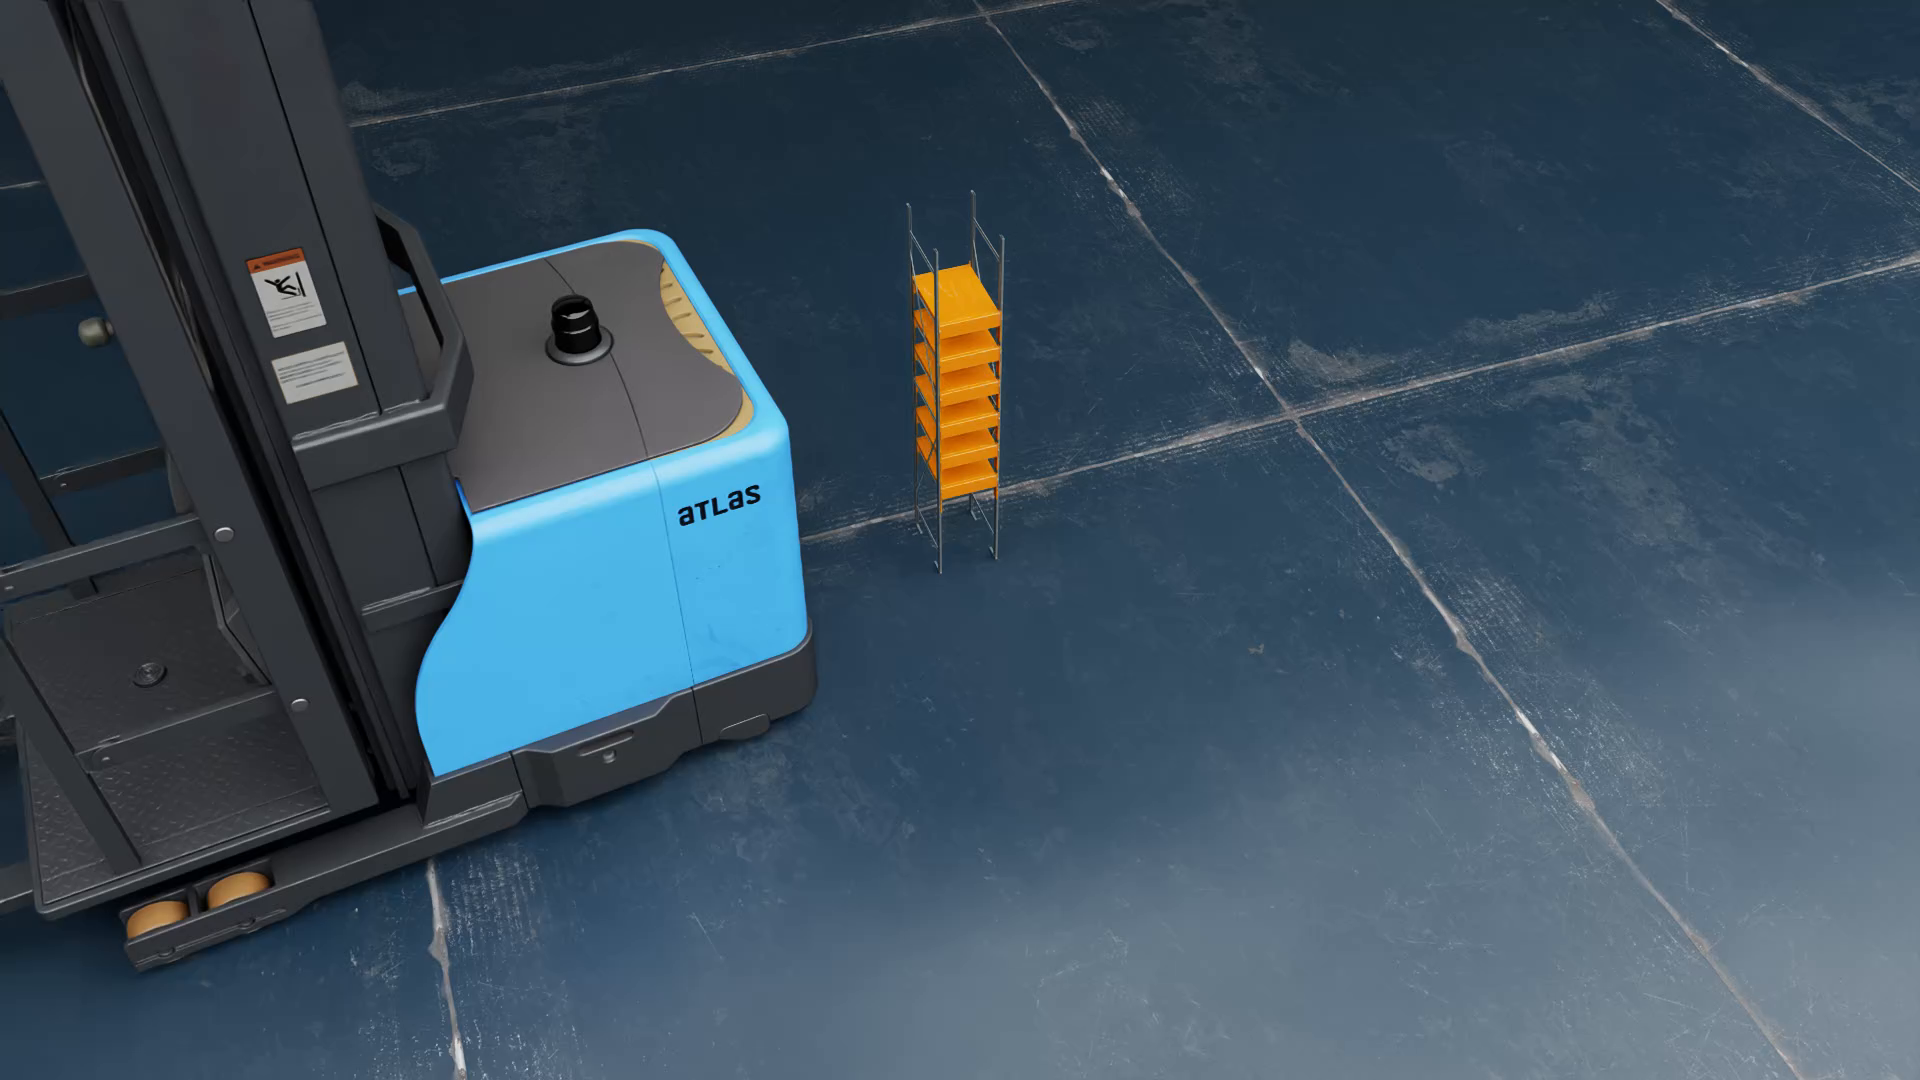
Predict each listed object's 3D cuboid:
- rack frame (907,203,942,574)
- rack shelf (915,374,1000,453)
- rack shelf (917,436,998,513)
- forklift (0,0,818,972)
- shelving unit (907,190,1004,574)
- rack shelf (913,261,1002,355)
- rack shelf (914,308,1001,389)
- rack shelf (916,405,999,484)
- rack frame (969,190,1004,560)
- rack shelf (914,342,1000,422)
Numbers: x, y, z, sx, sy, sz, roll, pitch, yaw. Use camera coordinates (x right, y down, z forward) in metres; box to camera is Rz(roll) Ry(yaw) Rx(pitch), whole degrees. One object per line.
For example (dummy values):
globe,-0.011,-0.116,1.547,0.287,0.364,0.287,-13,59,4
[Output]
rack frame,-0.100,-0.398,4.800,0.006,1.200,0.240,-14,47,-14
rack shelf,-0.014,-0.389,4.853,0.180,0.103,0.258,-14,47,-14
rack shelf,-0.014,-0.219,5.023,0.180,0.103,0.258,-14,47,-14
forklift,-1.960,-0.399,3.579,3.031,2.935,1.130,-19,48,-18
shelving unit,-0.014,-0.420,4.822,0.189,1.200,0.258,-14,47,-14
rack shelf,-0.014,-0.643,4.598,0.180,0.103,0.258,-14,47,-14
rack shelf,-0.014,-0.558,4.683,0.180,0.103,0.258,-14,47,-14
rack shelf,-0.014,-0.304,4.938,0.180,0.103,0.258,-14,47,-14
rack frame,0.072,-0.442,4.843,0.006,1.200,0.240,-14,47,-14
rack shelf,-0.014,-0.473,4.768,0.180,0.103,0.258,-14,47,-14
